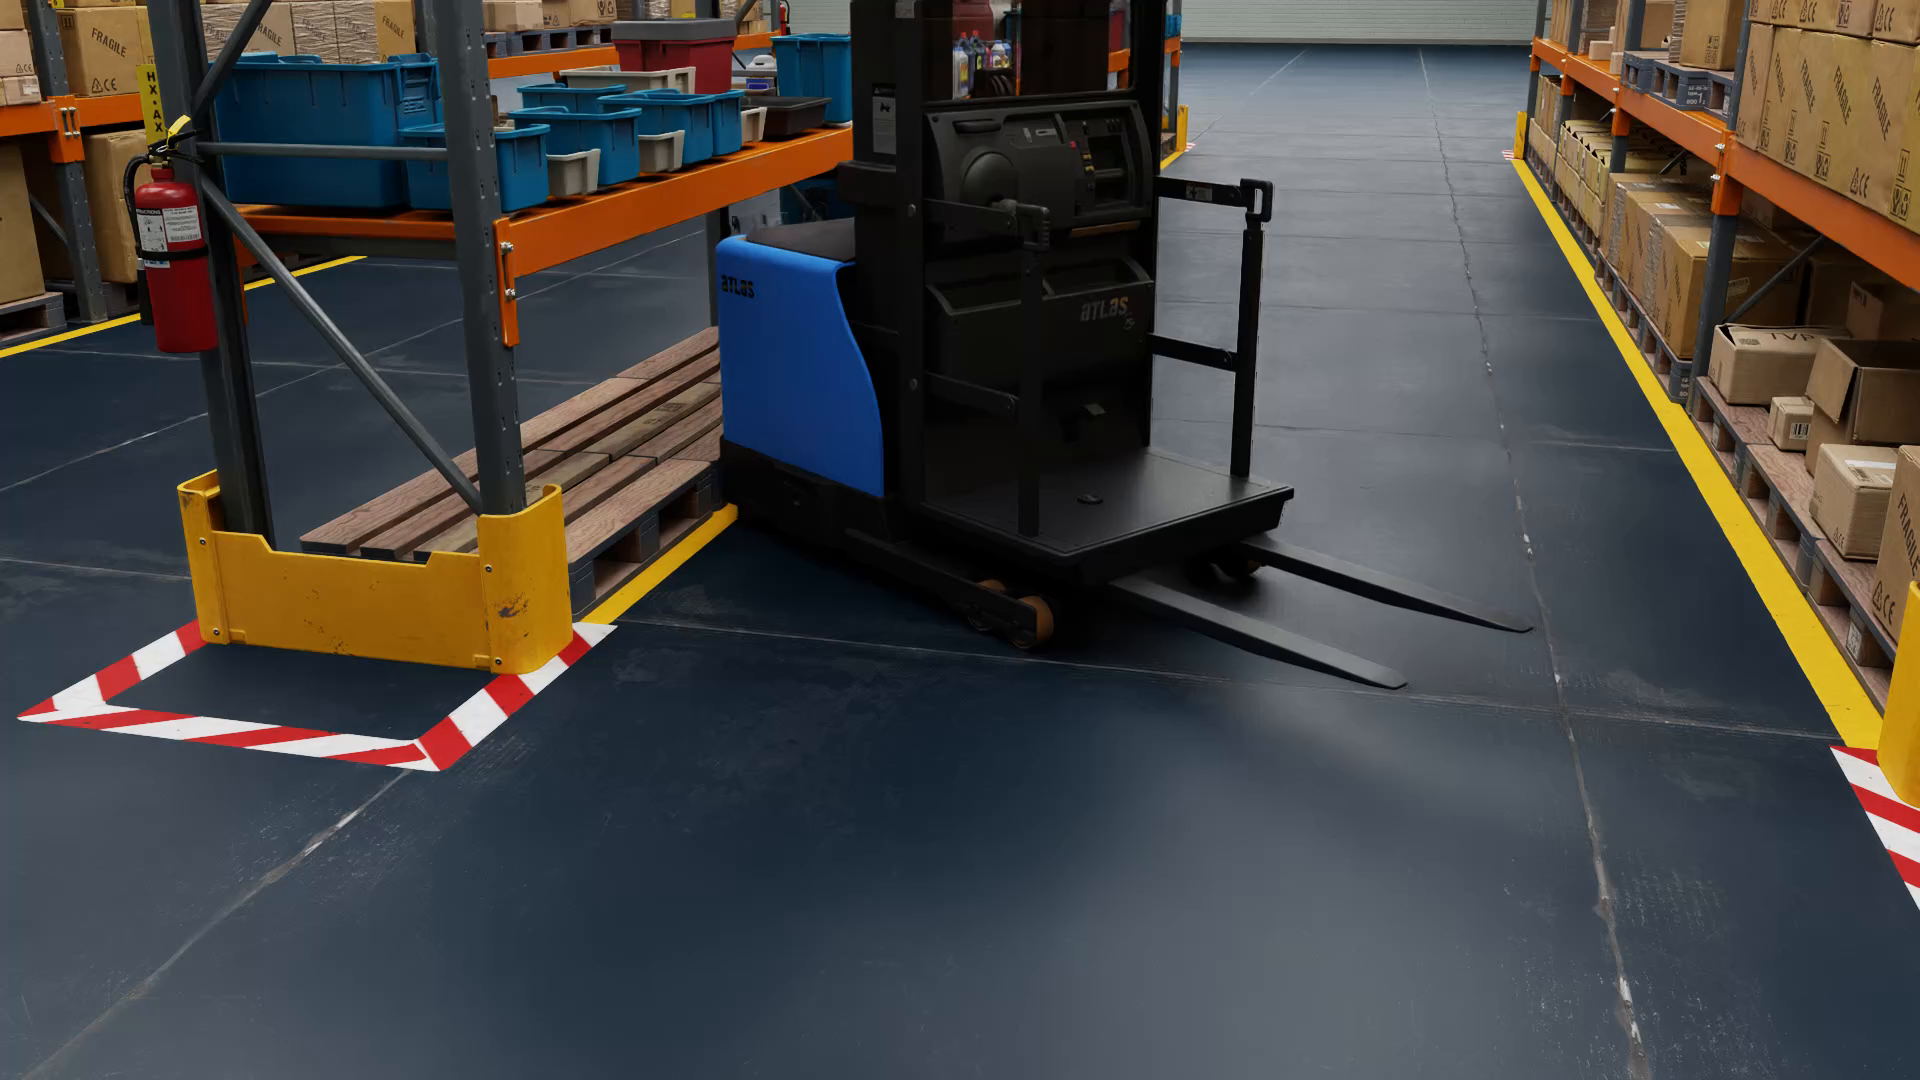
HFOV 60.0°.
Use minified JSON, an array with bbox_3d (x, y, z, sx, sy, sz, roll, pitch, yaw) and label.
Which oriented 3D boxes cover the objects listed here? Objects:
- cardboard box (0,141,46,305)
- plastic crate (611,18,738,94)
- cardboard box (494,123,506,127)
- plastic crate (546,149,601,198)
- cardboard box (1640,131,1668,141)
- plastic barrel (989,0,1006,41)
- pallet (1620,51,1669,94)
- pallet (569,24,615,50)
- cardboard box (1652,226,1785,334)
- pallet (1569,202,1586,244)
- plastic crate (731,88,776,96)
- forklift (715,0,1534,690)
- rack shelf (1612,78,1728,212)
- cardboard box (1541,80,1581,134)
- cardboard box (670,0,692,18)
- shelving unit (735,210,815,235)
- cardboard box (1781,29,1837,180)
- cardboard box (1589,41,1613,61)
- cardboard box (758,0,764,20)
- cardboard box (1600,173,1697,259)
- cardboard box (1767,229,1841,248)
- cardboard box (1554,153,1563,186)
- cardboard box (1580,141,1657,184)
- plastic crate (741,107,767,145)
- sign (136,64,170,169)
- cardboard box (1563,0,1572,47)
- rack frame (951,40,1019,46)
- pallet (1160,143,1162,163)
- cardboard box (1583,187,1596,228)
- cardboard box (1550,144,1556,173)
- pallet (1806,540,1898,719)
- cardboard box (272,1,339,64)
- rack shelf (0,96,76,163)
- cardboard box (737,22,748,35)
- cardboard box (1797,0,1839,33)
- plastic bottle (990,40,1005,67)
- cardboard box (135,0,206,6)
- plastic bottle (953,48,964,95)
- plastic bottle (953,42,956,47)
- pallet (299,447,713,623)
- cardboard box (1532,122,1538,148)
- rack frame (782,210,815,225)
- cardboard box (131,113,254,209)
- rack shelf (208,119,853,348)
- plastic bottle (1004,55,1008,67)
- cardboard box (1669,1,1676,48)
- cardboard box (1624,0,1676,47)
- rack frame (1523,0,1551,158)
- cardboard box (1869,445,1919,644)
[{"bbox_3d":[-5.889,-1.755,9.321,0.875,0.875,0.875,5,19,13],"label":"cardboard box"},{"bbox_3d":[-1.308,-2.169,7.707,0.402,0.464,0.583,5,19,13],"label":"plastic crate"},{"bbox_3d":[-4.405,-3.427,14.768,0.700,0.500,0.500,3,19,9],"label":"cardboard box"},{"bbox_3d":[-1.286,-1.166,5.276,0.250,0.136,0.298,5,19,13],"label":"plastic crate"},{"bbox_3d":[5.844,-3.179,13.592,0.500,0.311,0.500,5,19,13],"label":"cardboard box"},{"bbox_3d":[0.175,-4.017,13.134,0.421,0.512,0.421,0,19,0],"label":"plastic barrel"},{"bbox_3d":[4.835,-2.923,10.403,1.213,0.211,1.003,5,19,13],"label":"pallet"},{"bbox_3d":[-4.023,-4.951,16.337,1.003,0.211,1.213,5,19,13],"label":"pallet"},{"bbox_3d":[3.927,-1.335,8.643,0.500,0.500,0.500,5,19,14],"label":"cardboard box"},{"bbox_3d":[5.472,-2.549,13.323,1.003,0.211,1.213,5,19,13],"label":"pallet"},{"bbox_3d":[-1.099,-2.140,8.127,0.396,0.136,0.243,5,19,13],"label":"plastic crate"},{"bbox_3d":[0.414,-1.230,5.253,1.130,2.935,3.031,-15,24,-38],"label":"forklift"},{"bbox_3d":[4.444,-2.265,9.291,1.077,0.370,4.000,5,19,13],"label":"rack shelf"},{"bbox_3d":[6.172,-4.372,16.790,0.500,0.500,0.500,5,19,13],"label":"cardboard box"},{"bbox_3d":[-3.369,-5.748,17.759,0.875,0.500,0.500,5,19,13],"label":"cardboard box"},{"bbox_3d":[-0.691,-0.801,6.812,0.252,1.050,0.215,-16,14,-42],"label":"shelving unit"},{"bbox_3d":[3.320,-1.570,5.989,0.500,0.500,0.500,5,19,13],"label":"cardboard box"},{"bbox_3d":[5.495,-4.105,13.955,0.380,0.149,0.250,5,19,13],"label":"cardboard box"},{"bbox_3d":[-2.879,-6.541,20.082,0.875,0.500,0.500,5,19,13],"label":"cardboard box"},{"bbox_3d":[4.544,-2.137,10.991,0.500,0.500,0.500,6,20,16],"label":"cardboard box"},{"bbox_3d":[4.430,-1.304,8.552,0.500,0.500,0.500,5,19,14],"label":"cardboard box"},{"bbox_3d":[5.571,-3.277,14.744,0.500,0.250,0.500,4,19,12],"label":"cardboard box"},{"bbox_3d":[5.069,-2.900,12.774,0.500,0.311,0.500,5,19,13],"label":"cardboard box"},{"bbox_3d":[-0.981,-1.705,6.853,0.293,0.136,0.466,5,19,13],"label":"plastic crate"},{"bbox_3d":[-2.362,-1.233,4.903,0.100,0.325,0.005,5,19,13],"label":"sign"},{"bbox_3d":[6.385,-5.156,16.488,0.700,0.500,0.500,5,20,15],"label":"cardboard box"},{"bbox_3d":[0.130,-3.625,12.158,1.000,3.000,0.127,5,19,13],"label":"rack frame"},{"bbox_3d":[1.608,-4.149,18.009,1.003,0.211,1.213,5,19,13],"label":"pallet"},{"bbox_3d":[4.947,-2.476,12.399,0.500,0.250,0.500,4,19,13],"label":"cardboard box"},{"bbox_3d":[5.812,-3.546,15.533,0.500,0.250,0.500,5,19,13],"label":"cardboard box"},{"bbox_3d":[3.191,0.321,4.921,1.003,0.211,1.213,5,19,13],"label":"pallet"},{"bbox_3d":[-4.804,-3.570,11.844,0.500,0.500,0.500,4,19,12],"label":"cardboard box"},{"bbox_3d":[-6.138,-1.795,7.914,1.077,0.370,4.000,5,19,13],"label":"rack shelf"},{"bbox_3d":[-2.736,-6.061,19.680,0.380,0.149,0.250,5,19,13],"label":"cardboard box"},{"bbox_3d":[3.316,-2.051,5.849,0.500,0.500,0.500,4,19,12],"label":"cardboard box"},{"bbox_3d":[0.248,-3.174,11.039,0.097,0.271,0.097,0,19,0],"label":"plastic bottle"},{"bbox_3d":[-5.323,-3.699,10.670,0.797,0.503,0.637,5,19,14],"label":"cardboard box"},{"bbox_3d":[-0.027,-2.822,10.008,0.097,0.271,0.097,0,19,0],"label":"plastic bottle"},{"bbox_3d":[-0.019,-3.004,10.522,0.061,0.283,0.133,5,19,13],"label":"plastic bottle"},{"bbox_3d":[-1.585,-0.053,6.016,1.003,0.211,1.213,5,19,13],"label":"pallet"},{"bbox_3d":[6.422,-4.330,17.827,0.500,0.250,0.500,5,19,13],"label":"cardboard box"},{"bbox_3d":[-0.604,-0.827,6.894,0.008,1.050,0.200,-16,14,-42],"label":"rack frame"},{"bbox_3d":[-5.295,-2.438,11.321,1.225,0.875,0.875,4,19,11],"label":"cardboard box"},{"bbox_3d":[-1.335,-1.403,6.769,1.077,0.370,4.000,5,19,13],"label":"rack shelf"},{"bbox_3d":[0.272,-3.171,11.139,0.097,0.201,0.097,0,19,0],"label":"plastic bottle"},{"bbox_3d":[4.888,-3.272,10.322,0.700,0.500,0.500,-2,19,-5],"label":"cardboard box"},{"bbox_3d":[5.327,-3.807,12.537,0.500,0.500,0.500,4,19,10],"label":"cardboard box"},{"bbox_3d":[6.887,-5.740,18.351,1.000,3.000,0.127,5,19,13],"label":"rack frame"},{"bbox_3d":[2.872,0.060,4.557,0.500,0.500,0.500,5,19,13],"label":"cardboard box"}]
